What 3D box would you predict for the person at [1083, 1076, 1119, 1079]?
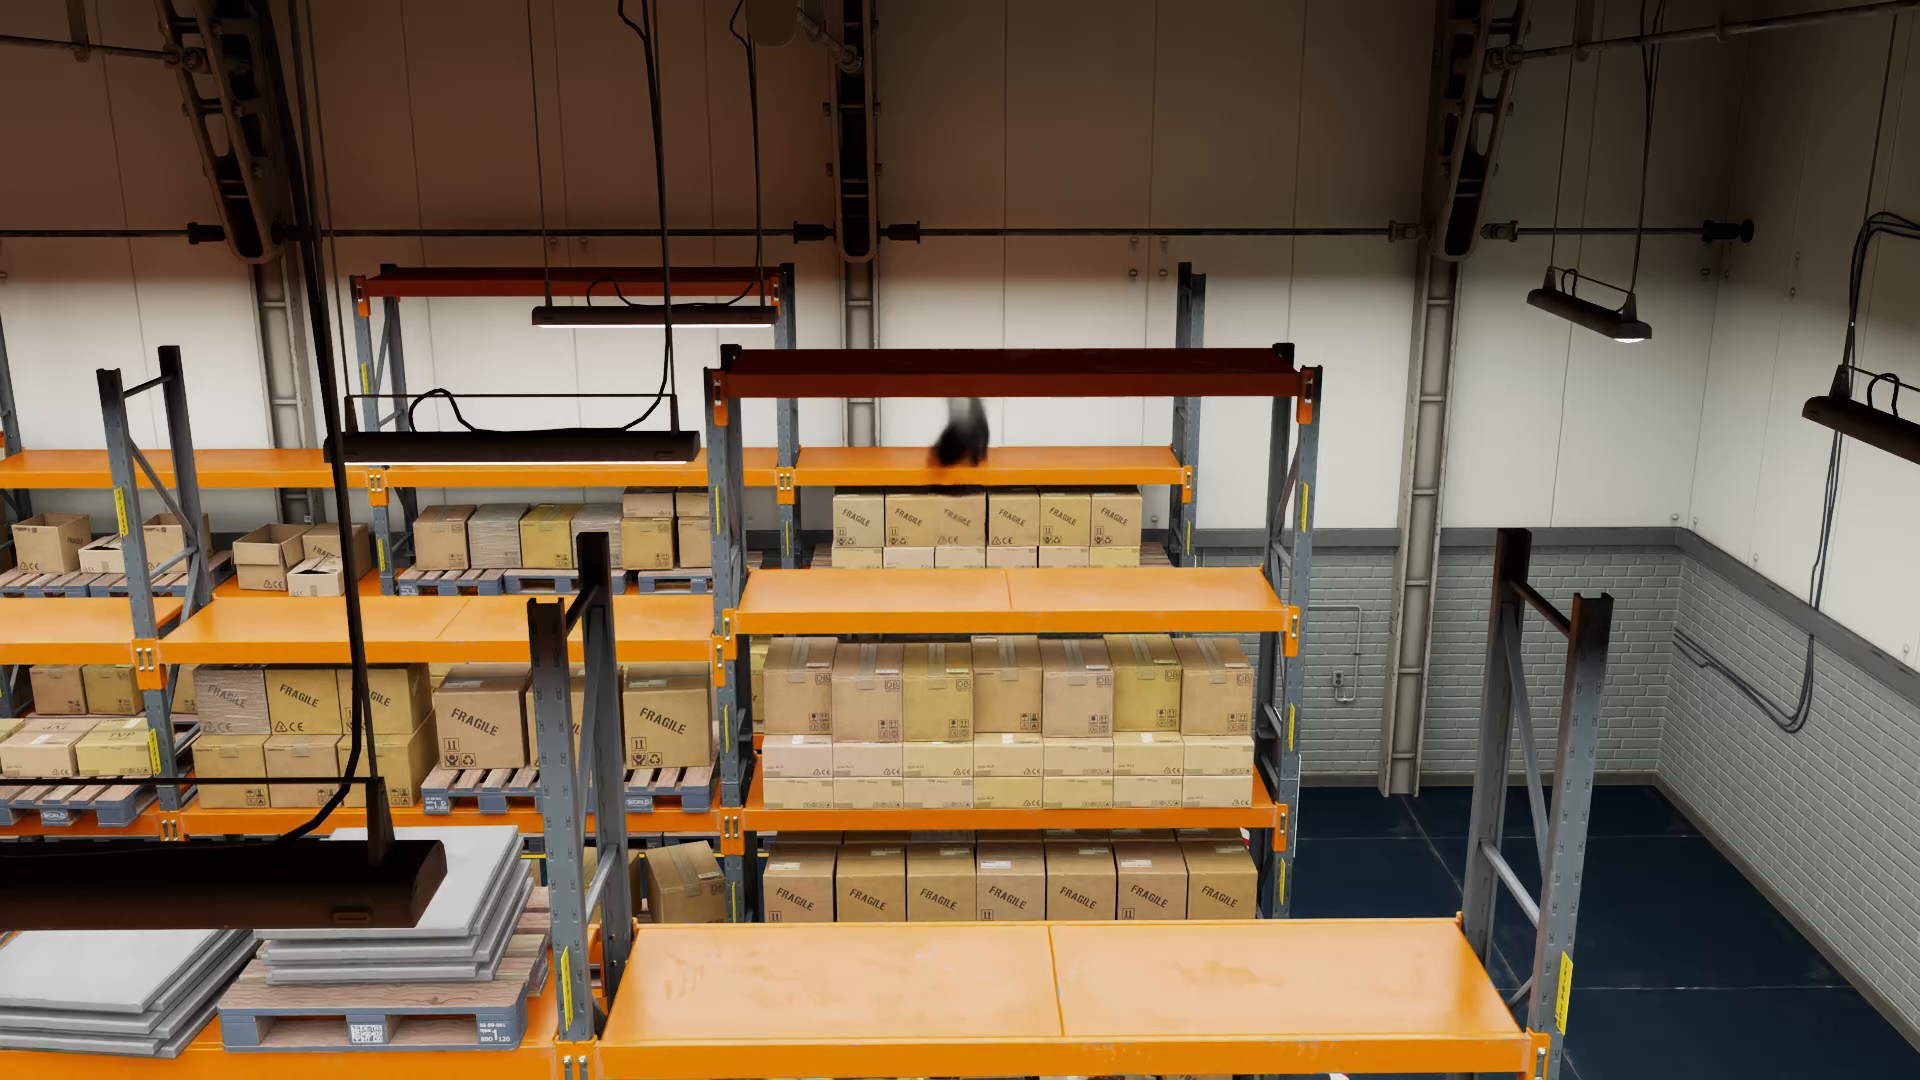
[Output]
[{"bbox_3d":[1.078,4.221,11.316,0.635,1.559,0.520,-2,16,-7],"label":"person"}]
